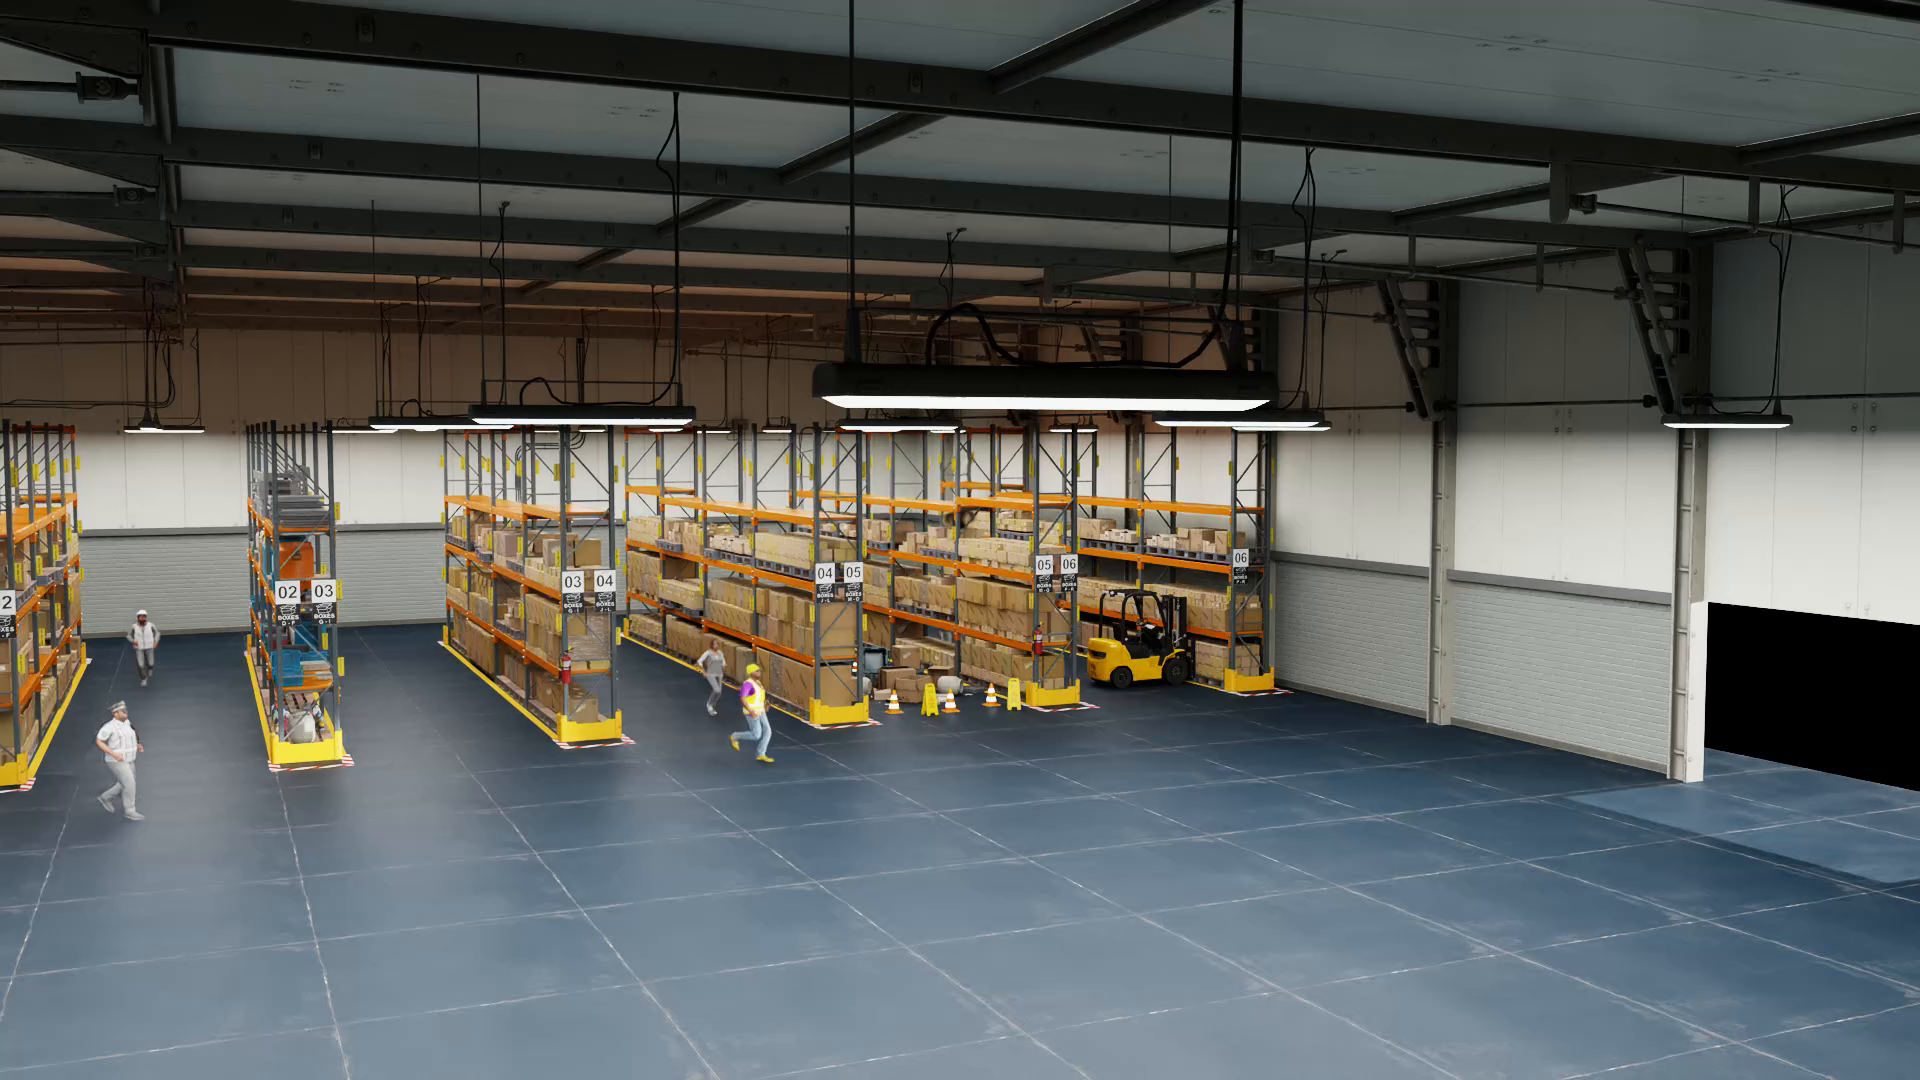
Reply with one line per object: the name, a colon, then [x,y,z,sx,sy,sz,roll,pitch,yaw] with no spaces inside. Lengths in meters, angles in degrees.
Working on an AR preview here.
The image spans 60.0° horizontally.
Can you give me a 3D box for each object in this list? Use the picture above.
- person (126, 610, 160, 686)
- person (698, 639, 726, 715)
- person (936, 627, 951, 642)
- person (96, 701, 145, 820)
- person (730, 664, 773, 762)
person: [-18.781,2.477,38.256,0.700,1.729,0.583,-2,4,-31]
person: [-5.004,2.801,33.958,0.519,1.567,0.624,-3,5,-41]
person: [-0.437,2.086,44.754,0.592,1.714,0.654,-2,4,-28]
person: [-12.585,3.289,24.861,0.780,1.782,0.670,0,4,3]
person: [-3.667,3.045,29.318,0.759,1.726,0.703,1,4,17]
